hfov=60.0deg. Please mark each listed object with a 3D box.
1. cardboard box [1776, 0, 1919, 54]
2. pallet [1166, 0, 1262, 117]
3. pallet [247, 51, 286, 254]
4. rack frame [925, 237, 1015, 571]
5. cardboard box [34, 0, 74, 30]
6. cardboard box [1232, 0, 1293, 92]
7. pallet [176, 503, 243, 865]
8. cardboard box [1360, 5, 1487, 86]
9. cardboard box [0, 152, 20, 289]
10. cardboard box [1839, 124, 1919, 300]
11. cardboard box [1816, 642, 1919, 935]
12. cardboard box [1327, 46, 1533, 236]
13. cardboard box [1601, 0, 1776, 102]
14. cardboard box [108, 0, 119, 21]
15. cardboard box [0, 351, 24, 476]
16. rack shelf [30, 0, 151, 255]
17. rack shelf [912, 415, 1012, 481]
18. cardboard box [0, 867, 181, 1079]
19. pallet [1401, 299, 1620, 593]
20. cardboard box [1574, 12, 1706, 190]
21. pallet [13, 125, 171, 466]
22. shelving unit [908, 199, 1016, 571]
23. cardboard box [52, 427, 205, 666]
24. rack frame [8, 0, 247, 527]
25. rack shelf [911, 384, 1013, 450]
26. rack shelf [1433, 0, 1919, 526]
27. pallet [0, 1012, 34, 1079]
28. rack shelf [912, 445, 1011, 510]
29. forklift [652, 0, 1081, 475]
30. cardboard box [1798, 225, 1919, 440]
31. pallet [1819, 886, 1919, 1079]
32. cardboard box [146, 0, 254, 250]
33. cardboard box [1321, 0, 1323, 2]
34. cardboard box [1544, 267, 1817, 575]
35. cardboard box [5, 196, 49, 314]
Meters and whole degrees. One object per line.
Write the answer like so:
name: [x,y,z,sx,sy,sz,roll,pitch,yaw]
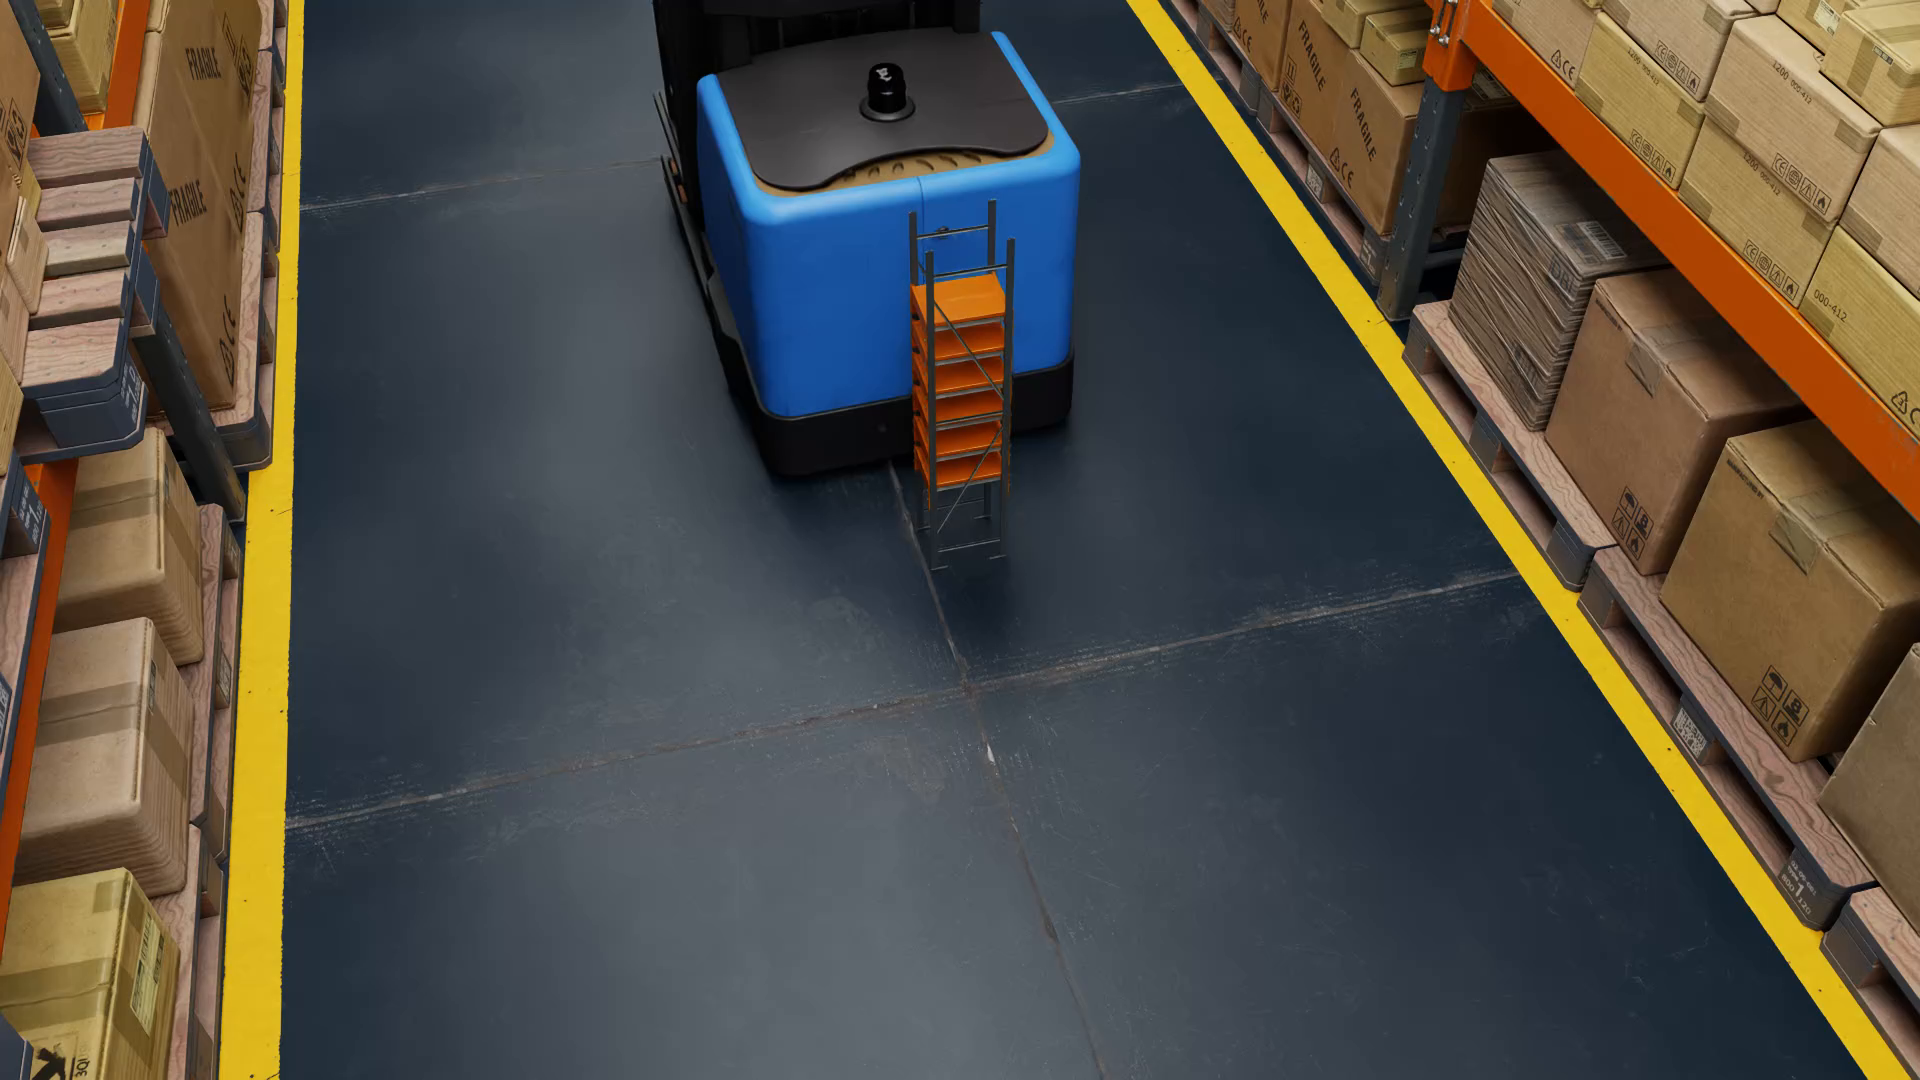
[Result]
cardboard box: [2.149,-1.249,3.849,0.380,0.149,0.250,-10,46,-10]
pallet: [1.557,-2.350,7.406,1.003,0.211,1.213,-11,47,-10]
pallet: [-3.215,-1.476,6.549,1.003,0.211,1.213,-11,47,-10]
rack frame: [0.027,-0.347,4.750,0.240,1.200,0.006,-11,47,-10]
cardboard box: [-2.668,-1.571,4.444,0.500,0.250,0.500,-11,47,-11]
cardboard box: [1.449,-2.196,6.758,0.500,0.500,0.500,-9,46,-9]
pallet: [-2.579,0.463,4.649,1.003,0.211,1.213,-11,47,-10]
cardboard box: [1.649,-1.757,5.874,0.380,0.149,0.250,-13,47,-12]
cardboard box: [-2.249,-0.721,3.284,0.500,0.500,0.500,-11,47,-11]
cardboard box: [2.296,-0.676,3.567,0.500,0.250,0.500,-10,46,-10]
cardboard box: [2.708,0.587,3.943,0.875,0.625,0.625,-11,47,-11]
cardboard box: [1.704,-1.488,6.064,0.500,0.500,0.500,-9,46,-9]
cardboard box: [2.024,-1.389,4.266,0.500,0.250,0.500,-9,46,-9]
cardboard box: [-2.808,-1.736,4.956,0.500,0.250,0.500,-12,47,-11]
cardboard box: [-2.079,-0.229,3.256,0.380,0.149,0.250,-10,46,-10]
rack shelf: [-3.289,-2.182,5.792,1.077,0.370,4.000,-11,47,-10]
rack shelf: [0.004,-0.295,4.929,0.258,0.103,0.180,-11,47,-10]
cardboard box: [-2.257,1.144,3.574,0.950,0.372,0.625,-9,46,-9]
pallet: [2.193,-0.412,5.506,1.003,0.211,1.213,-11,47,-10]
cardboard box: [2.021,-1.212,4.442,0.500,0.250,0.500,-12,47,-11]
pallet: [-2.492,-0.514,3.787,1.213,0.211,1.003,-11,47,-10]
shelving unit: [0.004,-0.410,4.812,0.258,1.200,0.189,-11,47,-10]
cardboard box: [-2.642,0.111,4.586,0.950,0.372,0.625,-14,47,-13]
rack frame: [-2.777,-1.053,4.182,1.000,3.000,0.127,-11,47,-10]
rack shelf: [0.004,-0.379,4.843,0.258,0.103,0.180,-11,47,-10]
rack shelf: [2.532,-0.331,3.978,1.077,0.370,4.000,-11,47,-10]
pallet: [-1.808,1.221,2.087,1.003,0.211,1.213,-11,47,-10]
rack shelf: [0.004,-0.211,5.015,0.258,0.103,0.180,-11,47,-10]
forklift: [-0.537,-2.307,5.459,1.130,2.935,3.031,-12,47,-12]
cardboard box: [2.291,-0.499,3.744,0.500,0.250,0.500,-9,46,-9]
pallet: [2.818,1.273,3.855,1.003,0.211,1.213,-11,47,-10]
cardboard box: [-3.098,-1.565,5.877,0.875,0.875,0.875,-10,46,-10]
cardboard box: [1.524,-2.130,6.239,0.380,0.149,0.250,-12,47,-12]
cardboard box: [2.341,-0.396,4.907,0.875,0.625,0.625,-9,46,-9]
cardboard box: [-2.220,-0.591,3.611,0.380,0.149,0.250,-11,47,-11]
